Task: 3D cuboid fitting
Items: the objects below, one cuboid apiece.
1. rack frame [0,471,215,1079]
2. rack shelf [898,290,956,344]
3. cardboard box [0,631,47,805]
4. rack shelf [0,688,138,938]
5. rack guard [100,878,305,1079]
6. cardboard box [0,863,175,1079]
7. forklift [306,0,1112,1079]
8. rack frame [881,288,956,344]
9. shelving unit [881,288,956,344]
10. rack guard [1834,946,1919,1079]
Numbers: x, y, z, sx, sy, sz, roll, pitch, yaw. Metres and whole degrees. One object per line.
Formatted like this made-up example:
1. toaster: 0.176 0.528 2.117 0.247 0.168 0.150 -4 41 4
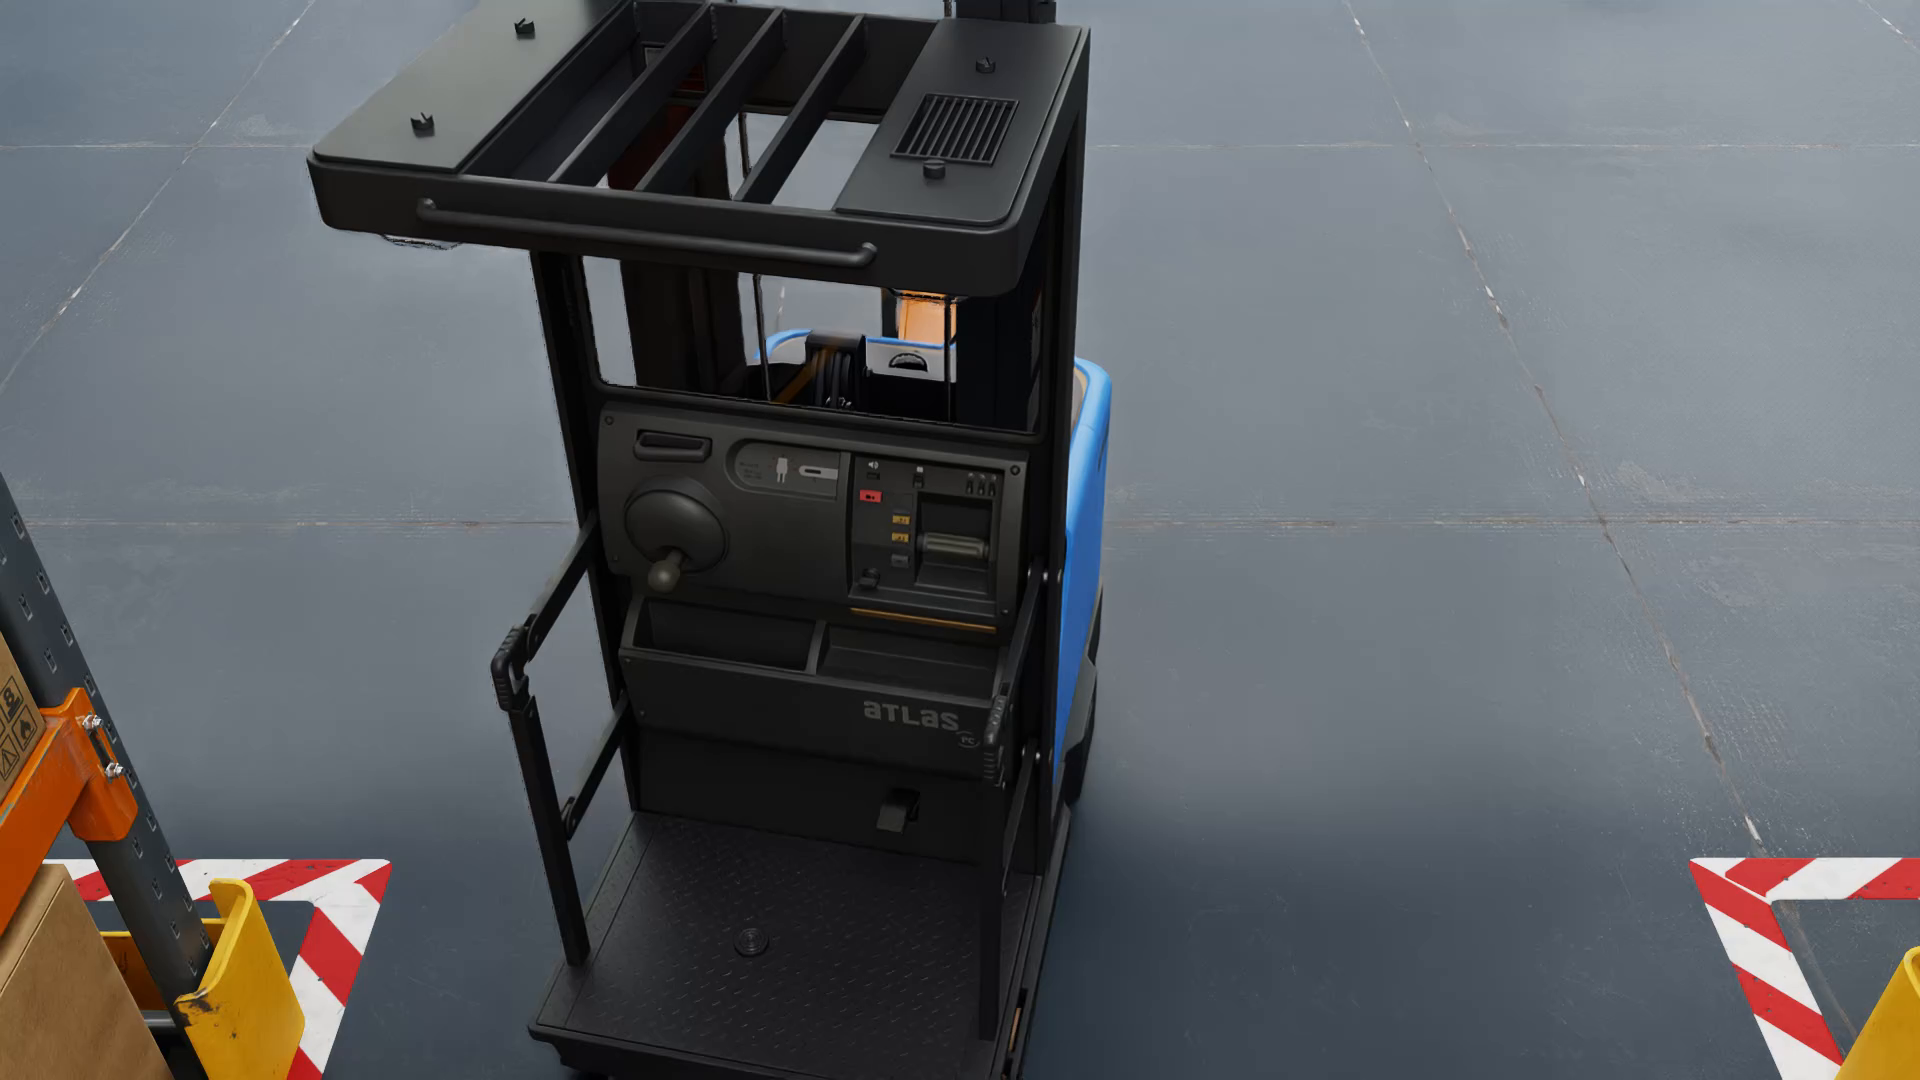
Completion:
1. rack frame: -2.245 0.147 3.169 1.000 3.000 0.127 0 39 0
2. rack shelf: 0.042 -0.567 5.545 0.538 0.185 1.000 1 39 1
3. cardboard box: -2.199 0.320 2.832 0.875 0.550 0.550 0 39 0
4. rack shelf: -2.242 1.678 1.833 1.077 0.370 4.000 0 39 0
5. rack guard: -2.245 1.107 3.969 1.175 0.500 0.348 0 39 0
6. cardboard box: -2.178 1.236 3.173 0.875 0.875 0.875 0 39 0
7. forklift: -0.365 0.027 3.372 1.130 2.935 3.031 7 39 9
8. rack frame: 0.025 -0.389 5.036 0.500 1.500 0.032 1 39 1
9. shelving unit: 0.041 -0.701 5.426 0.587 1.500 1.083 1 39 1
10. rack guard: 2.715 1.229 3.817 1.175 0.500 0.348 0 39 0
